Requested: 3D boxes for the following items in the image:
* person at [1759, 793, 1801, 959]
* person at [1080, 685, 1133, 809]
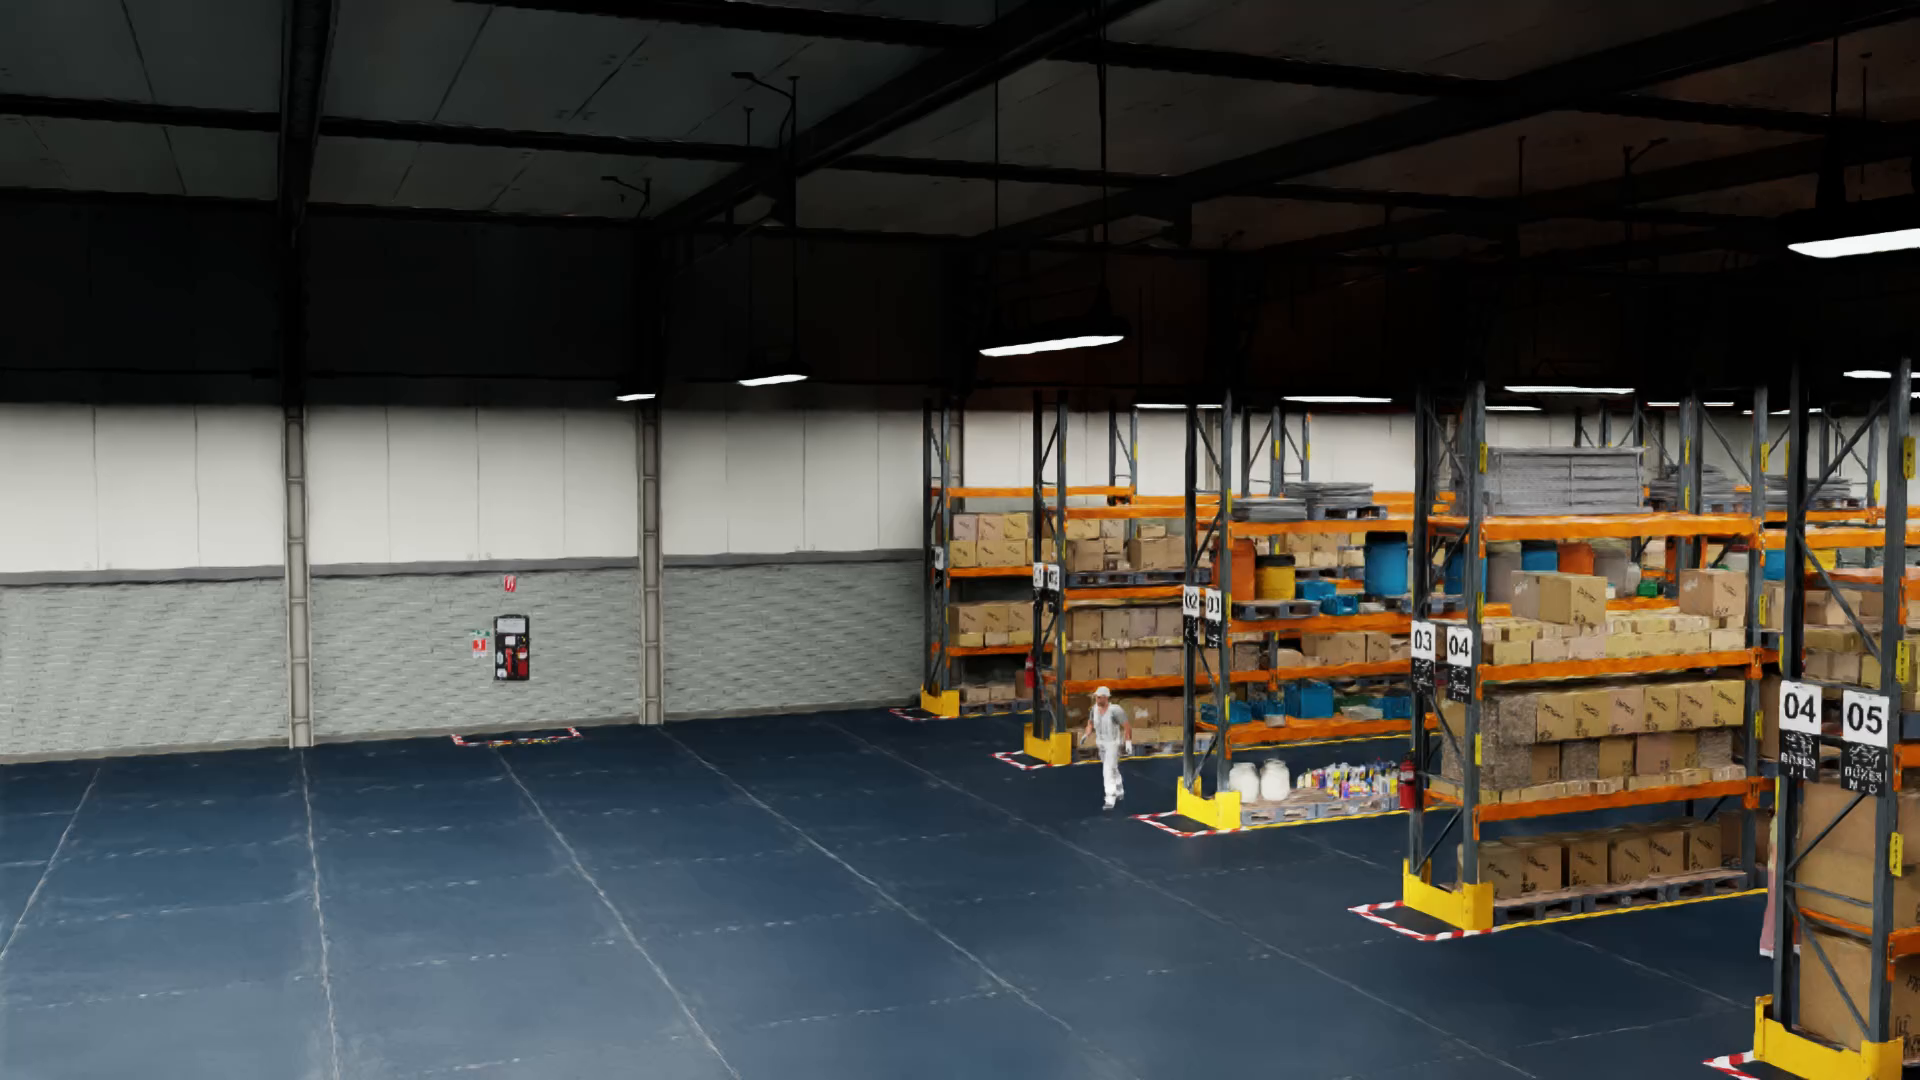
[{"bbox_3d":[8.281,3.333,16.640,0.441,1.675,0.498,3,4,38],"label":"person"},{"bbox_3d":[2.121,2.907,23.580,0.842,1.720,0.675,-3,4,-39],"label":"person"}]
